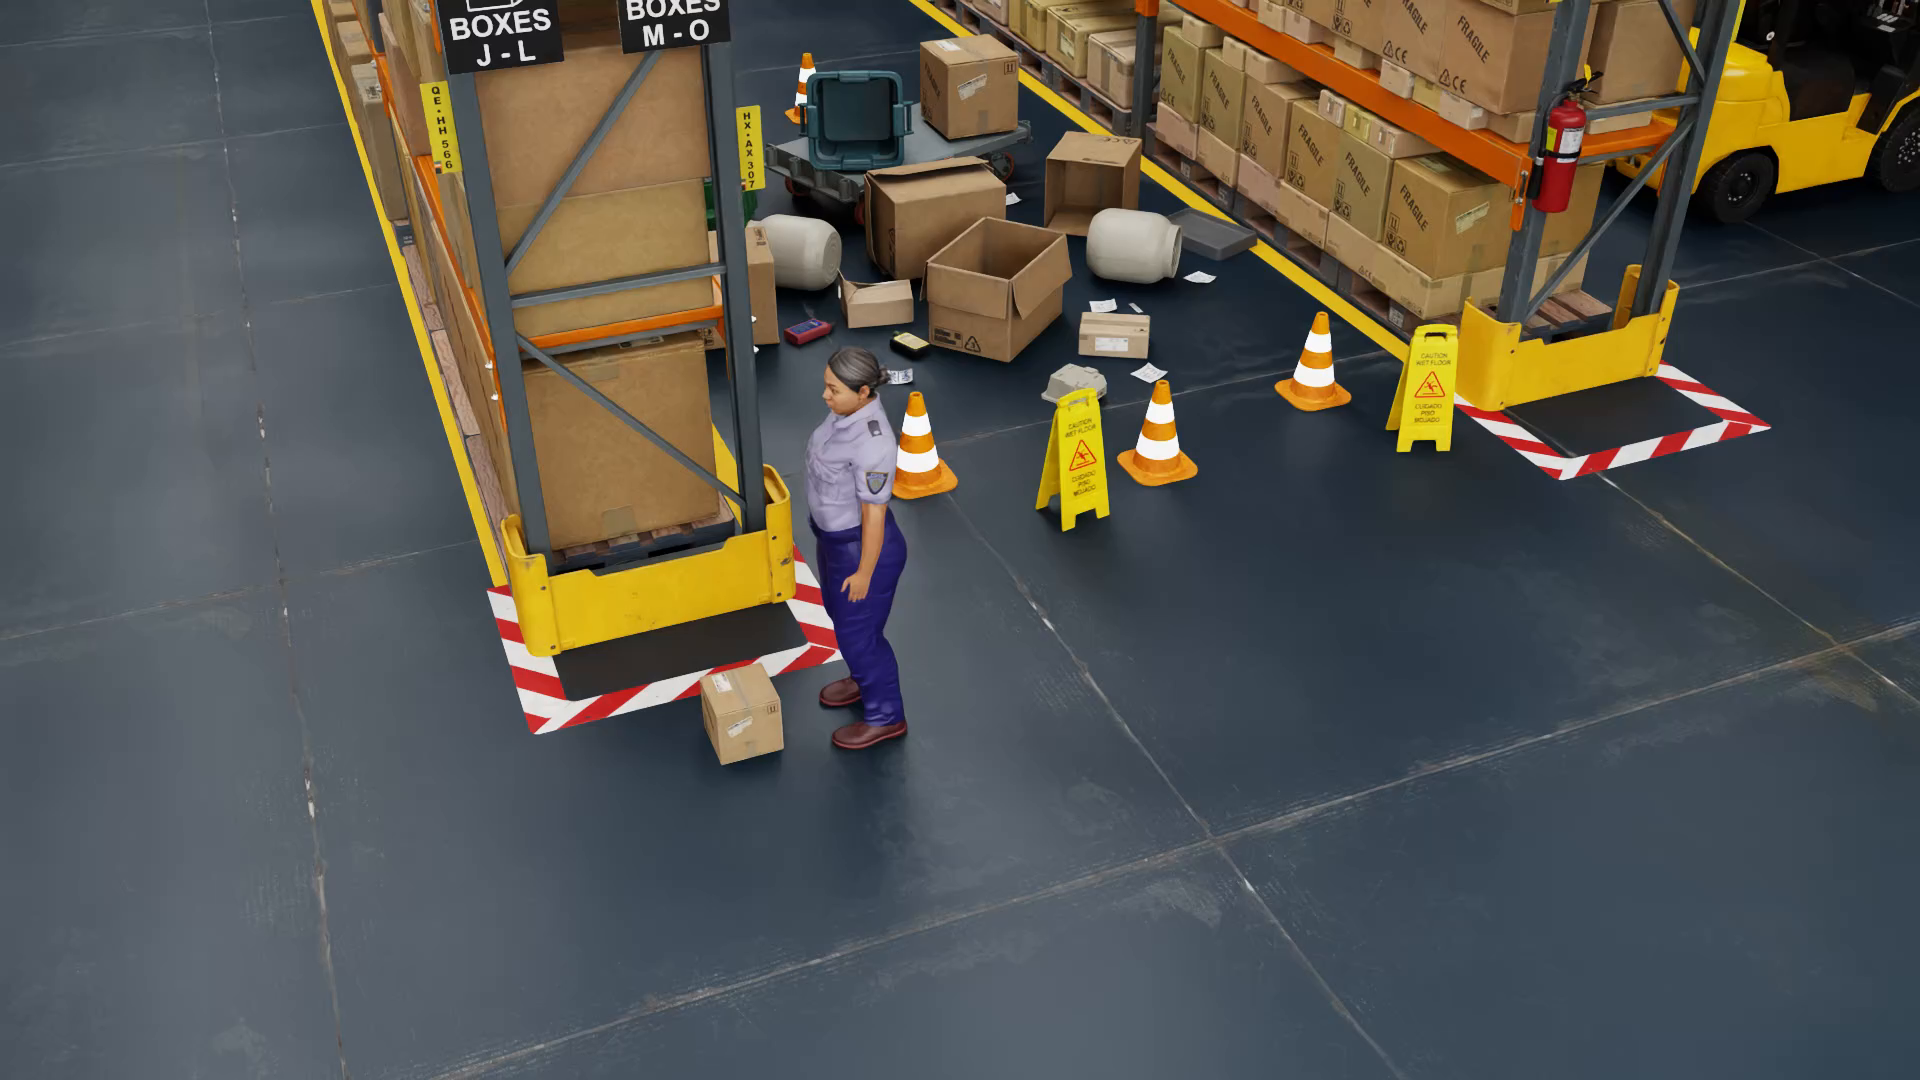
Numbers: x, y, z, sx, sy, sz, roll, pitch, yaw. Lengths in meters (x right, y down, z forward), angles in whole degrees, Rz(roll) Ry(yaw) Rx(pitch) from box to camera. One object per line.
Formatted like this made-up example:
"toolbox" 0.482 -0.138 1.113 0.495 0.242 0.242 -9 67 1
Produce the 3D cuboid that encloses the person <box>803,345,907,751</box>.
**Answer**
"person" -0.381 0.026 6.122 0.342 1.645 0.469 -9 35 -14
